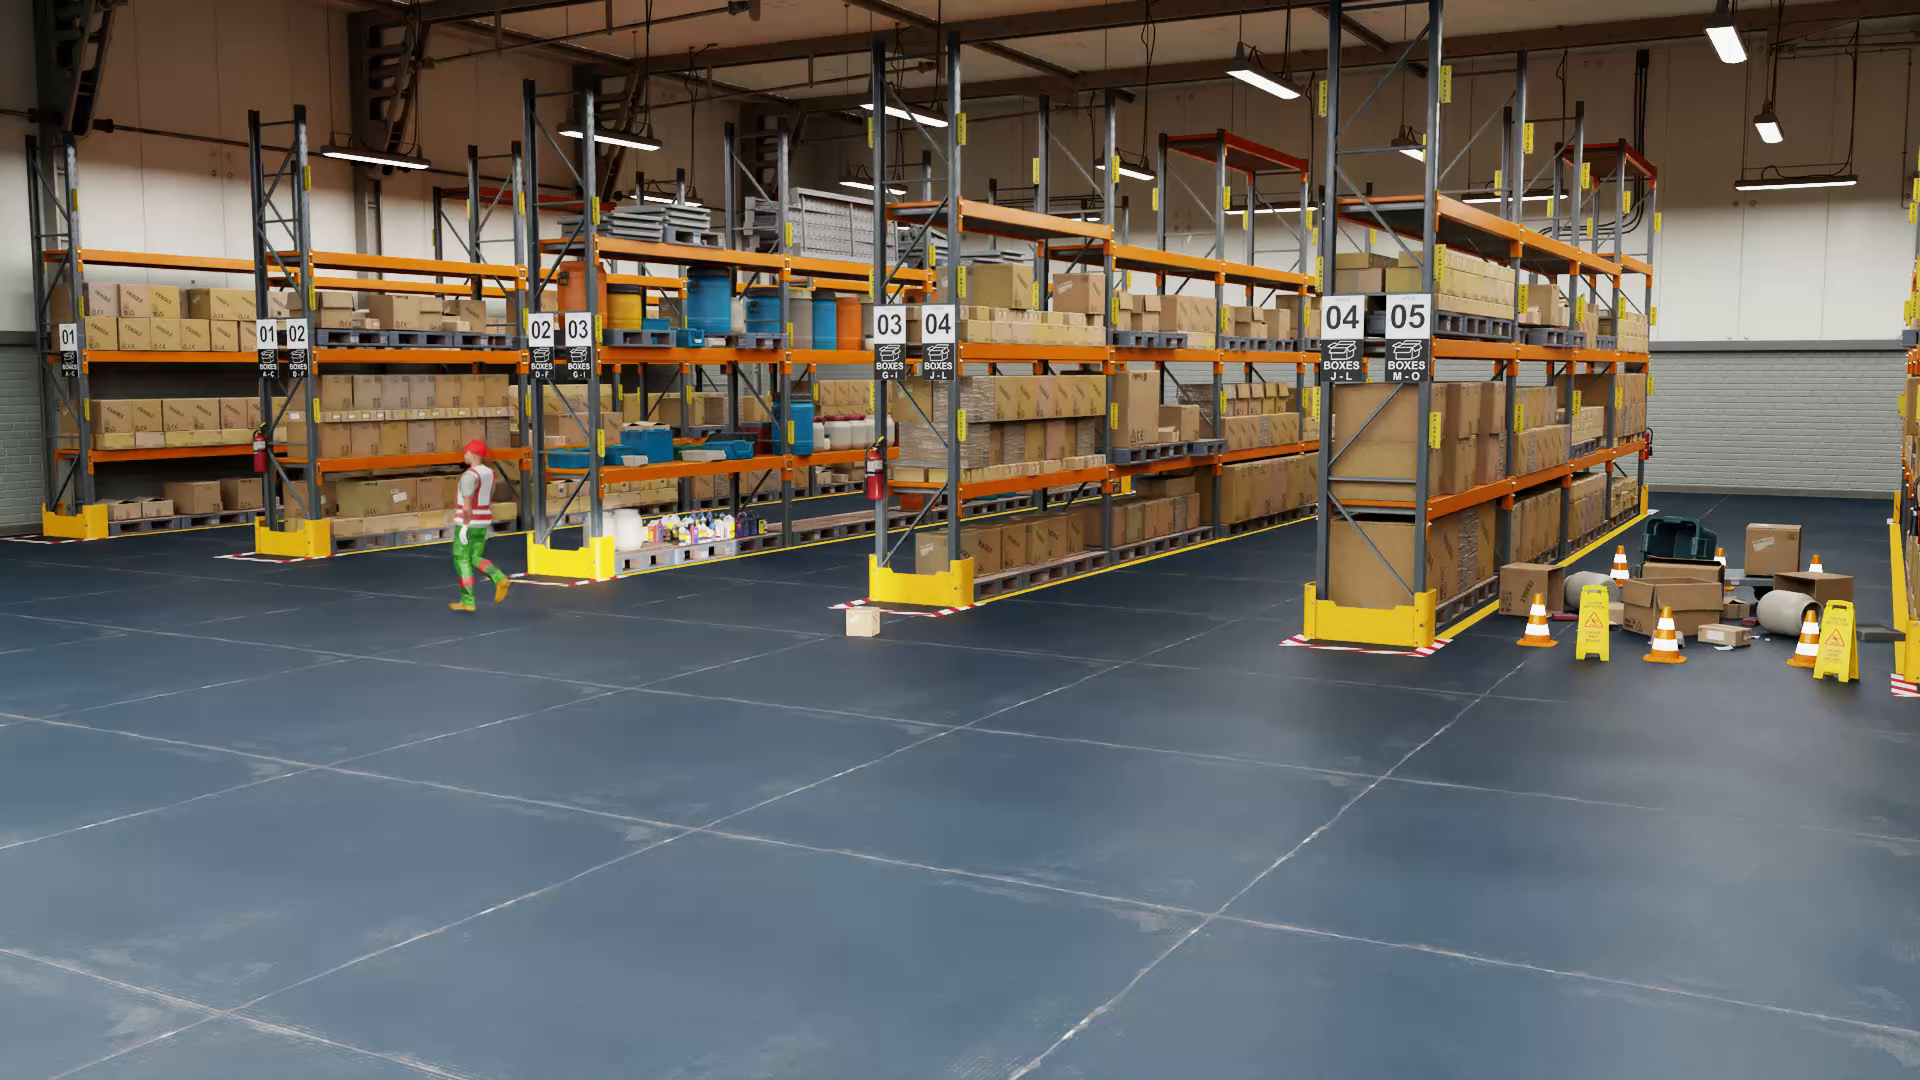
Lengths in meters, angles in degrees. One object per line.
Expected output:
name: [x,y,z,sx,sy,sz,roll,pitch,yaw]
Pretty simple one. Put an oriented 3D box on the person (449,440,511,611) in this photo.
person: [-5.015,-0.153,17.262,0.632,1.774,0.550,2,6,18]
